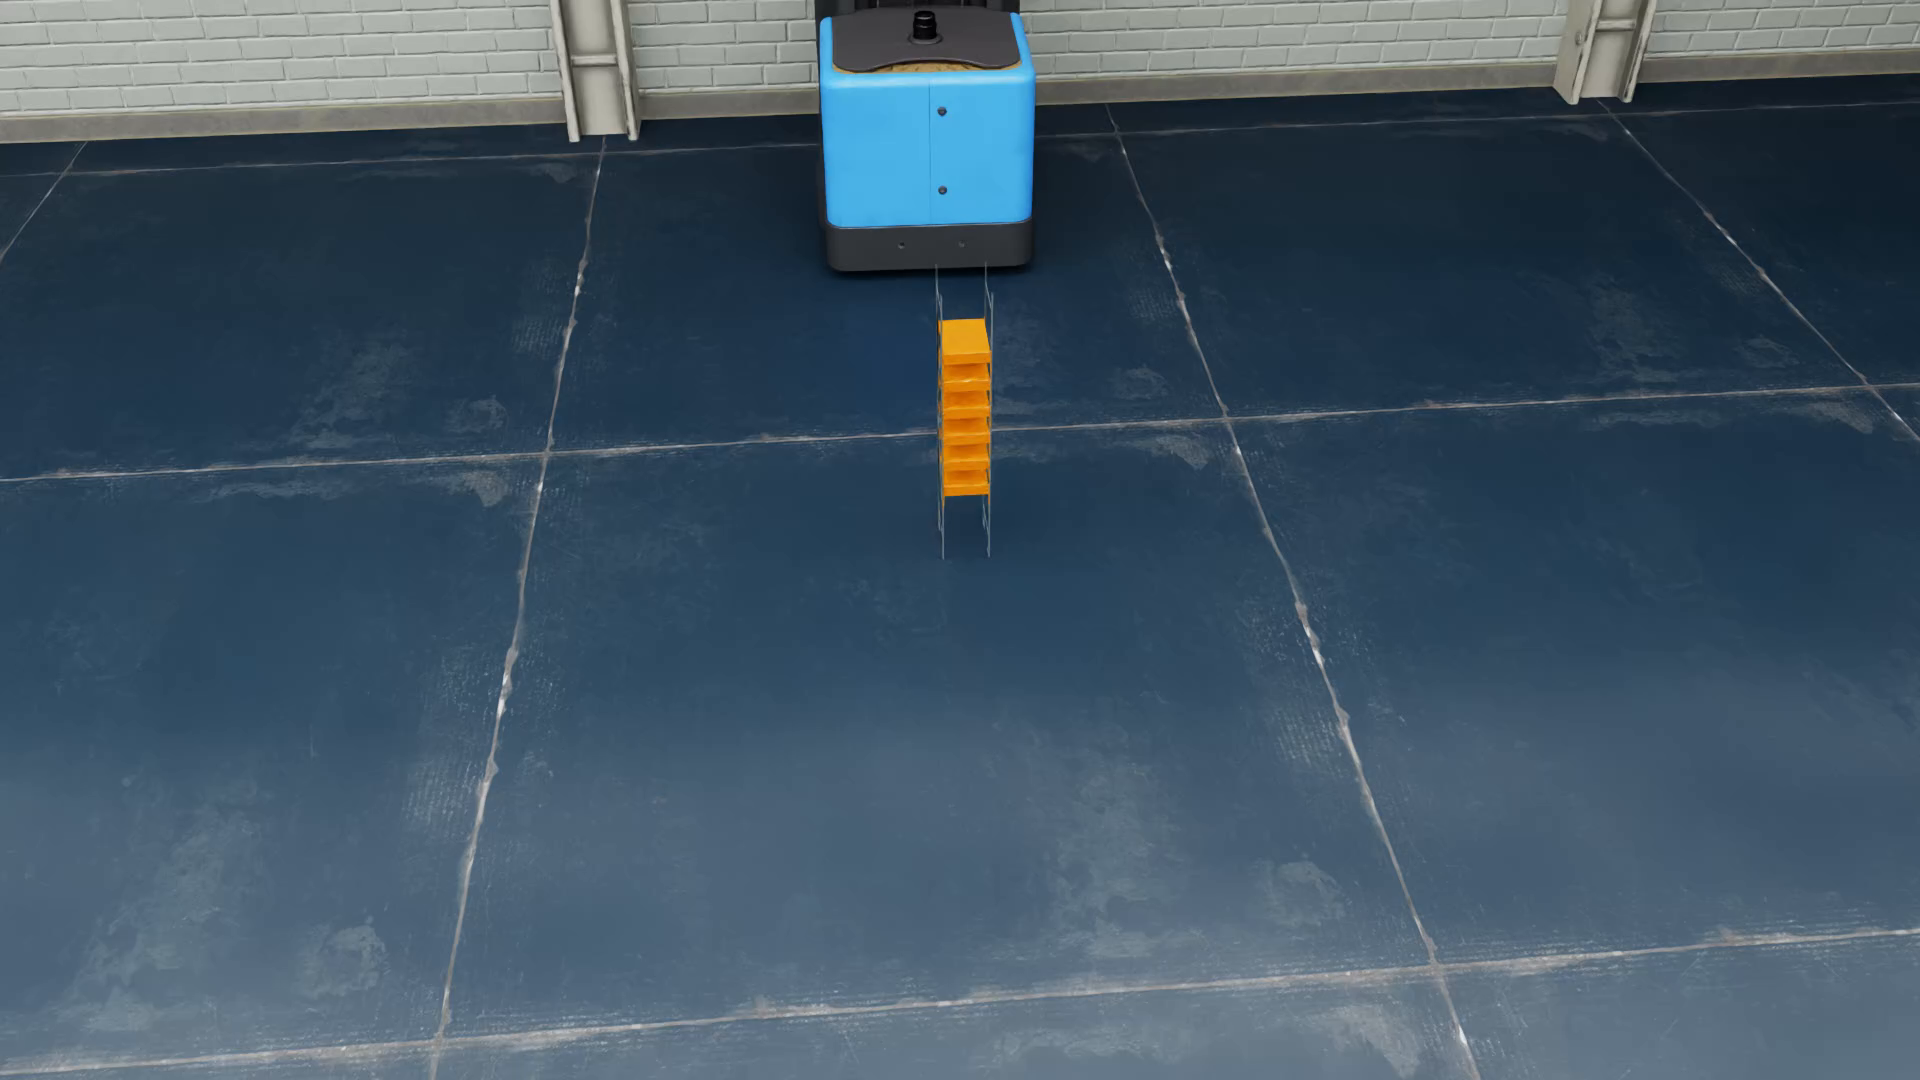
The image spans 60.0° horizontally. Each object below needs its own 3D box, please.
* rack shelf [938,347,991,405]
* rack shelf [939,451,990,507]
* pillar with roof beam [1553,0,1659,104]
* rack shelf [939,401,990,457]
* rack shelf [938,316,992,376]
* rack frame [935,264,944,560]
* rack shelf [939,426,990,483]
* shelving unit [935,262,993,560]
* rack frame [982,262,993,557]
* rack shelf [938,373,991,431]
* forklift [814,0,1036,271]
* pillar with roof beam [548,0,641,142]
[{"bbox_3d":[0.014,-0.625,6.258,0.180,0.103,0.258,-3,38,-4],"label":"rack shelf"},{"bbox_3d":[0.014,-0.249,6.556,0.180,0.103,0.258,-3,38,-4],"label":"rack shelf"},{"bbox_3d":[4.267,-3.630,4.086,0.400,9.000,9.100,-3,38,-4],"label":"pillar with roof beam"},{"bbox_3d":[0.014,-0.437,6.407,0.180,0.103,0.258,-3,38,-4],"label":"rack shelf"},{"bbox_3d":[0.014,-0.720,6.184,0.180,0.103,0.258,-3,38,-4],"label":"rack shelf"},{"bbox_3d":[-0.077,-0.467,6.373,0.006,1.200,0.240,-3,38,-4],"label":"rack frame"},{"bbox_3d":[0.014,-0.343,6.481,0.180,0.103,0.258,-3,38,-4],"label":"rack shelf"},{"bbox_3d":[0.014,-0.472,6.379,0.189,1.200,0.258,-3,38,-4],"label":"shelving unit"},{"bbox_3d":[0.106,-0.477,6.386,0.006,1.200,0.240,-3,38,-4],"label":"rack frame"},{"bbox_3d":[0.014,-0.531,6.333,0.180,0.103,0.258,-3,38,-4],"label":"rack shelf"},{"bbox_3d":[-0.244,-3.394,8.686,1.130,2.935,3.031,-2,38,-3],"label":"forklift"},{"bbox_3d":[-1.709,-3.301,3.669,0.400,9.000,9.100,-3,38,-4],"label":"pillar with roof beam"}]
